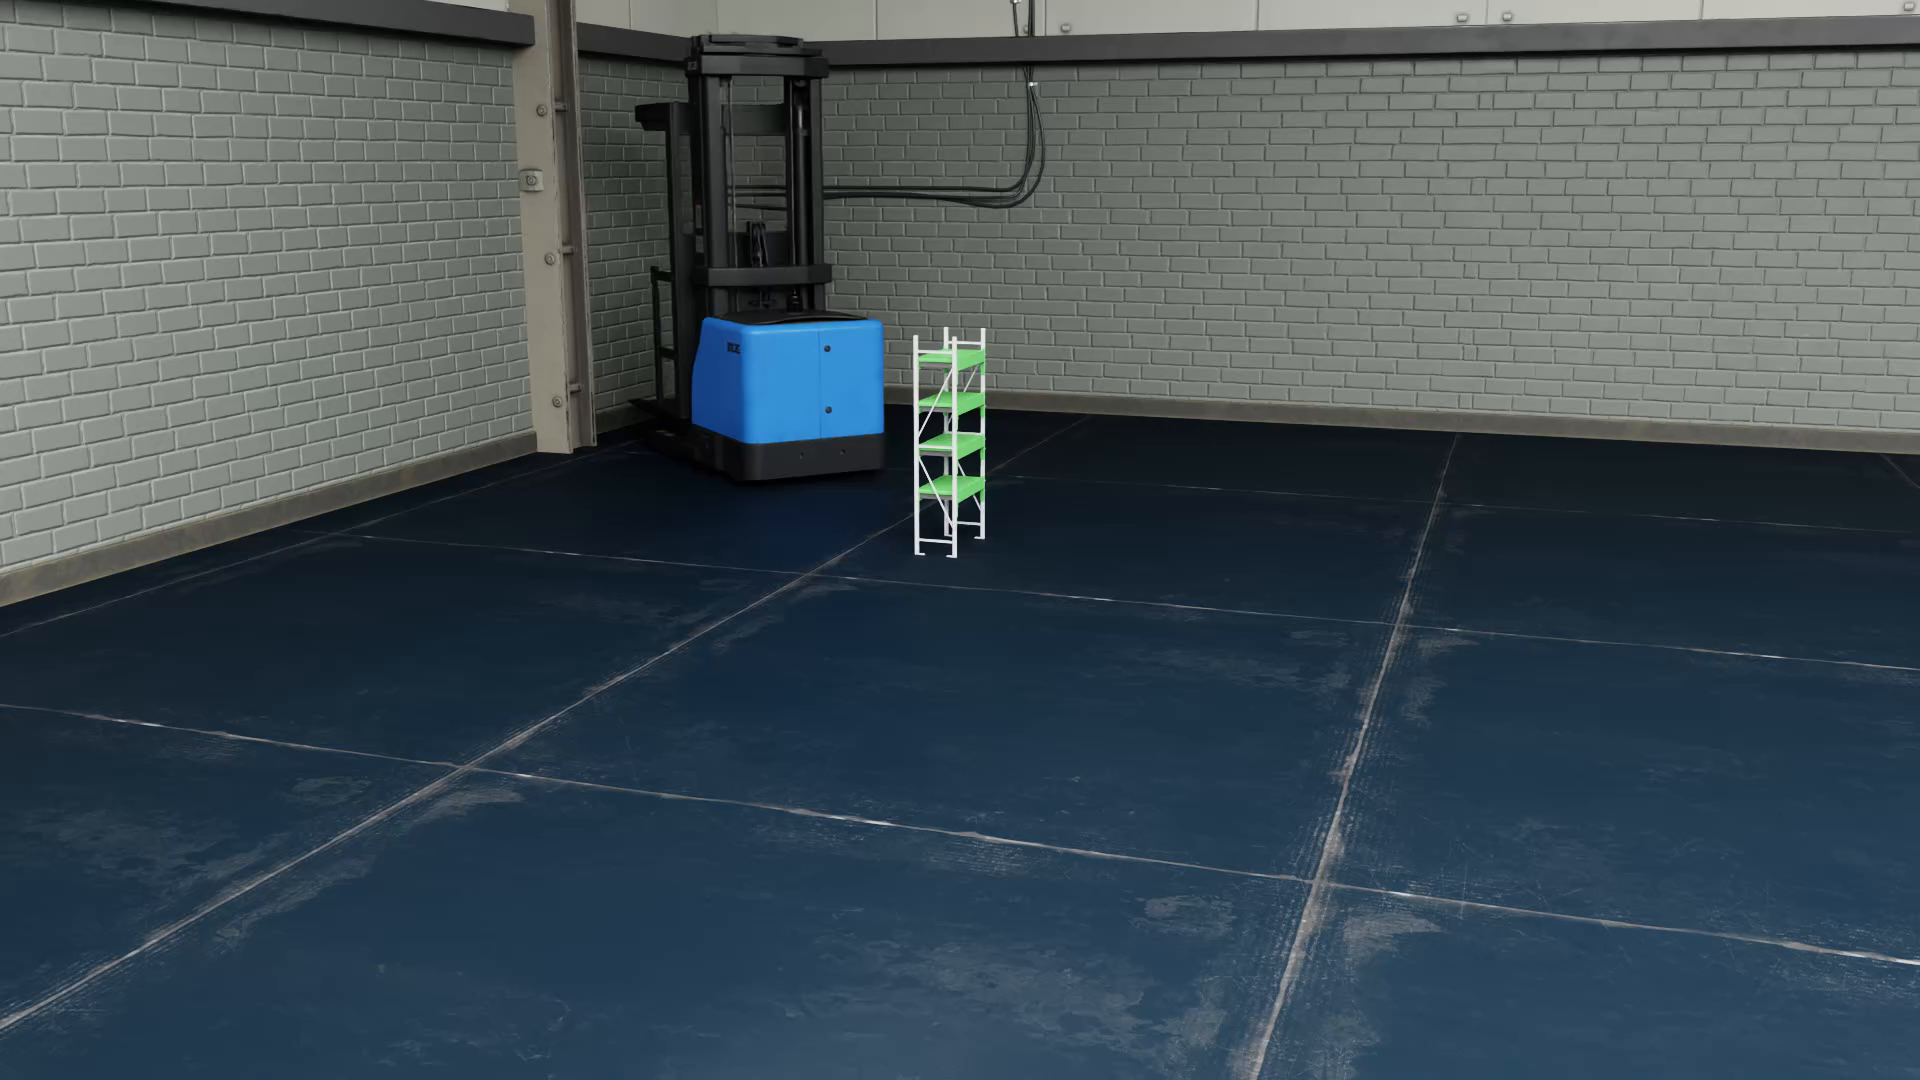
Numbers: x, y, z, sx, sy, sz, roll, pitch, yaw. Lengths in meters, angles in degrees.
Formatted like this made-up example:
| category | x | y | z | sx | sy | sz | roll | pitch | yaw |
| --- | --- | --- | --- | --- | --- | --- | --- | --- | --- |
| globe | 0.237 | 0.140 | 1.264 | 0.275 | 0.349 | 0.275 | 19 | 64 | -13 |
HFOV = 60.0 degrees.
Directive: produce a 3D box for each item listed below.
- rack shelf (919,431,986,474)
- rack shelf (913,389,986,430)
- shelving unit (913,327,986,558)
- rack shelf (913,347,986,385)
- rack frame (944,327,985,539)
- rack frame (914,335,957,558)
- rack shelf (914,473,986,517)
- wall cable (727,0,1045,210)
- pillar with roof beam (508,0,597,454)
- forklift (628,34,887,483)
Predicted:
| category | x | y | z | sx | sy | sz | roll | pitch | yaw |
| --- | --- | --- | --- | --- | --- | --- | --- | --- | --- |
| rack shelf | -0.054 | -0.488 | 9.216 | 0.258 | 0.148 | 0.480 | 4 | 14 | 18 |
| rack shelf | -0.054 | -0.722 | 9.162 | 0.258 | 0.148 | 0.480 | 4 | 14 | 18 |
| shelving unit | -0.054 | -0.550 | 9.202 | 0.258 | 1.200 | 0.503 | 4 | 14 | 18 |
| rack shelf | -0.054 | -0.956 | 9.109 | 0.258 | 0.148 | 0.480 | 4 | 14 | 18 |
| rack frame | 0.025 | -0.601 | 9.427 | 0.240 | 1.200 | 0.015 | 4 | 14 | 18 |
| rack frame | -0.132 | -0.499 | 8.977 | 0.240 | 1.200 | 0.015 | 4 | 14 | 18 |
| rack shelf | -0.054 | -0.254 | 9.269 | 0.258 | 0.148 | 0.480 | 4 | 14 | 18 |
| wall cable | -0.762 | -4.089 | 14.160 | 3.097 | 2.526 | 0.112 | 4 | 14 | 18 |
| pillar with roof beam | 1.107 | -4.768 | 10.156 | 9.100 | 9.000 | 0.400 | 4 | 14 | 18 |
| forklift | -1.655 | -2.089 | 12.054 | 1.130 | 2.935 | 3.031 | -7 | 15 | -28 |
